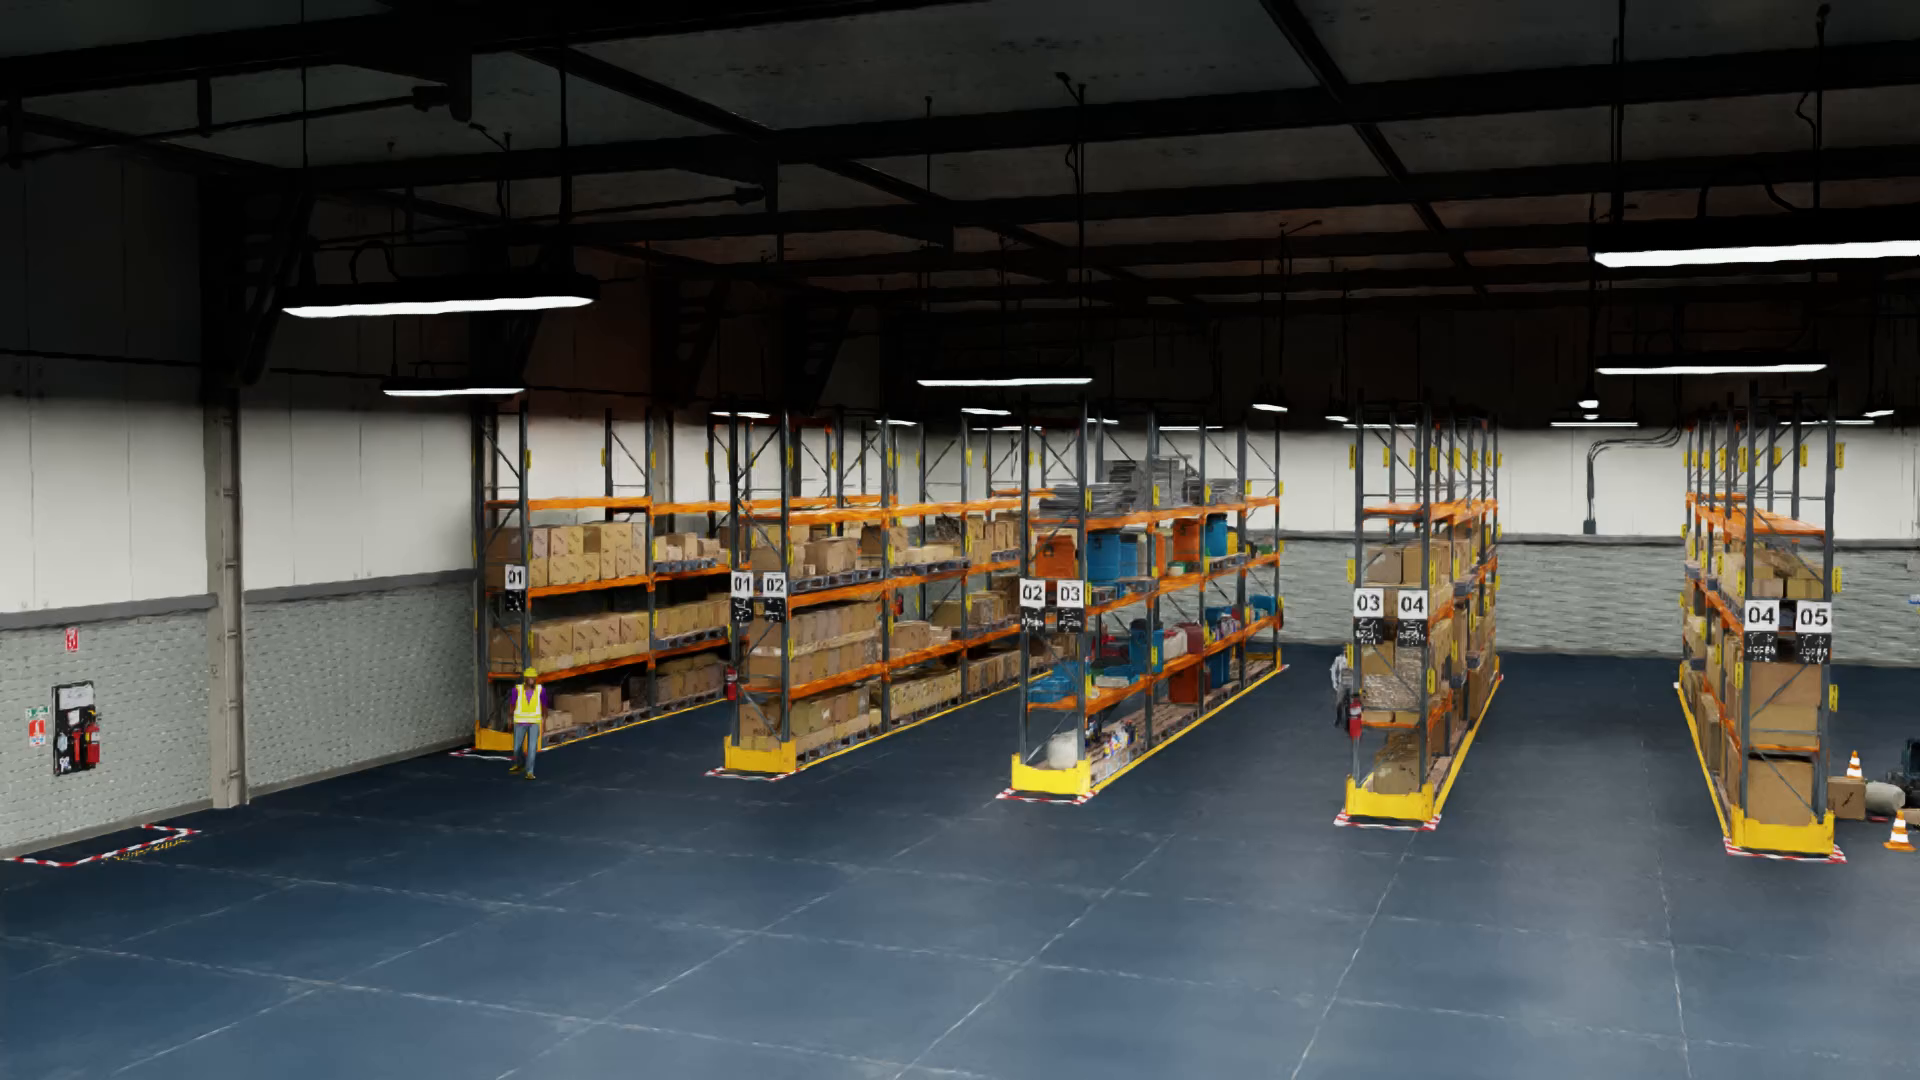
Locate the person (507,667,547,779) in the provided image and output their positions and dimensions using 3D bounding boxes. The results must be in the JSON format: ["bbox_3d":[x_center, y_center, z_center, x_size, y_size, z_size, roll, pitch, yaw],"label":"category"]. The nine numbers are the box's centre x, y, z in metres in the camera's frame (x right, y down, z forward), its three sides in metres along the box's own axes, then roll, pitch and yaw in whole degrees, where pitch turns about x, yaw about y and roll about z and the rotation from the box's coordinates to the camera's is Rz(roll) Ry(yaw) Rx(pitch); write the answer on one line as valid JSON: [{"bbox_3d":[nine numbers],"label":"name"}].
[{"bbox_3d":[-6.787,2.858,26.092,0.611,1.756,0.575,-1,3,-15],"label":"person"}]

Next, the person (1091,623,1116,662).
[{"bbox_3d":[2.936,2.509,33.975,0.542,1.645,1.126,1,3,23],"label":"person"}]

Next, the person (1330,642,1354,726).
[{"bbox_3d":[7.224,2.685,30.998,0.639,1.632,0.512,1,3,19],"label":"person"}]
